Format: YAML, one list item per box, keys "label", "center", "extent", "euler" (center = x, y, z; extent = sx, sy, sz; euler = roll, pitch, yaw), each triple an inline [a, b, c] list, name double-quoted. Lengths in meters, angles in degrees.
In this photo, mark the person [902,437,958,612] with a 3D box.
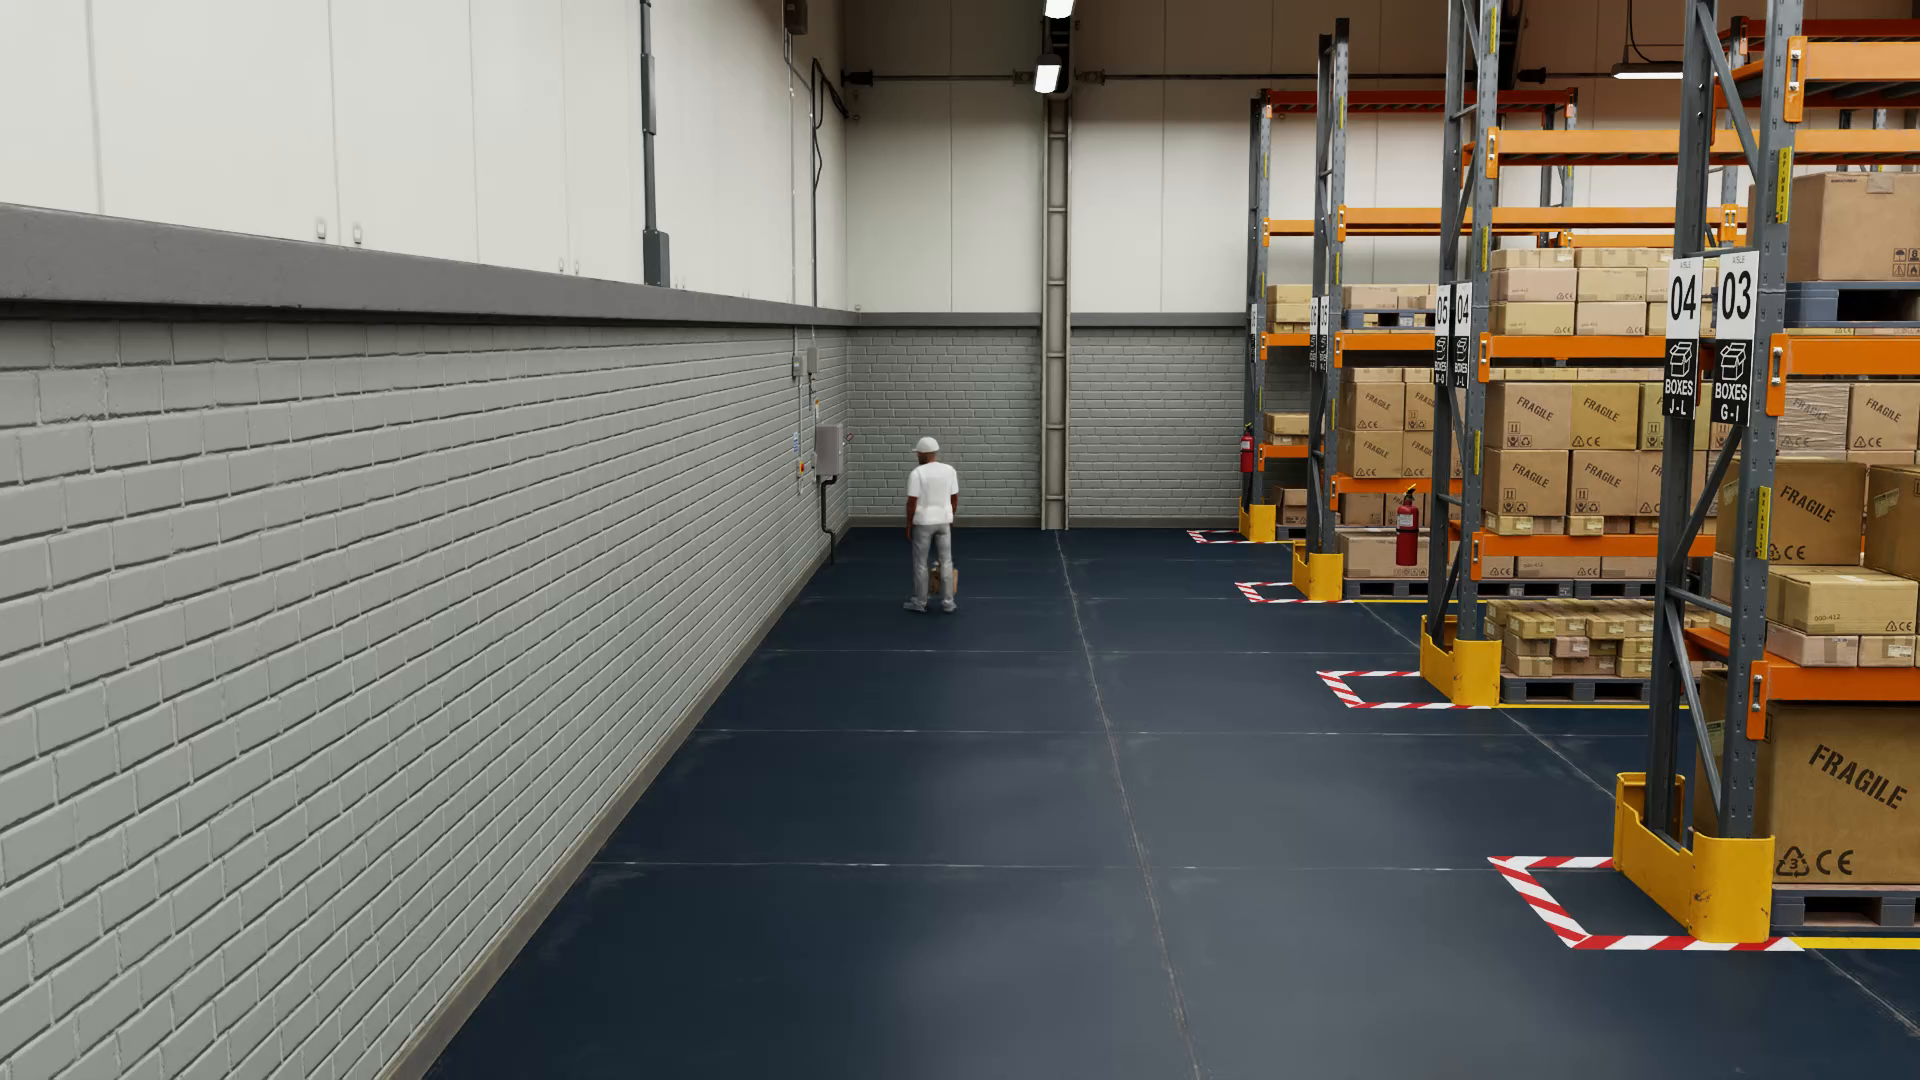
- label: "person"
  center: [-0.301, -0.159, 16.873]
  extent: [0.575, 1.772, 0.515]
  euler: [-3, 8, -24]
